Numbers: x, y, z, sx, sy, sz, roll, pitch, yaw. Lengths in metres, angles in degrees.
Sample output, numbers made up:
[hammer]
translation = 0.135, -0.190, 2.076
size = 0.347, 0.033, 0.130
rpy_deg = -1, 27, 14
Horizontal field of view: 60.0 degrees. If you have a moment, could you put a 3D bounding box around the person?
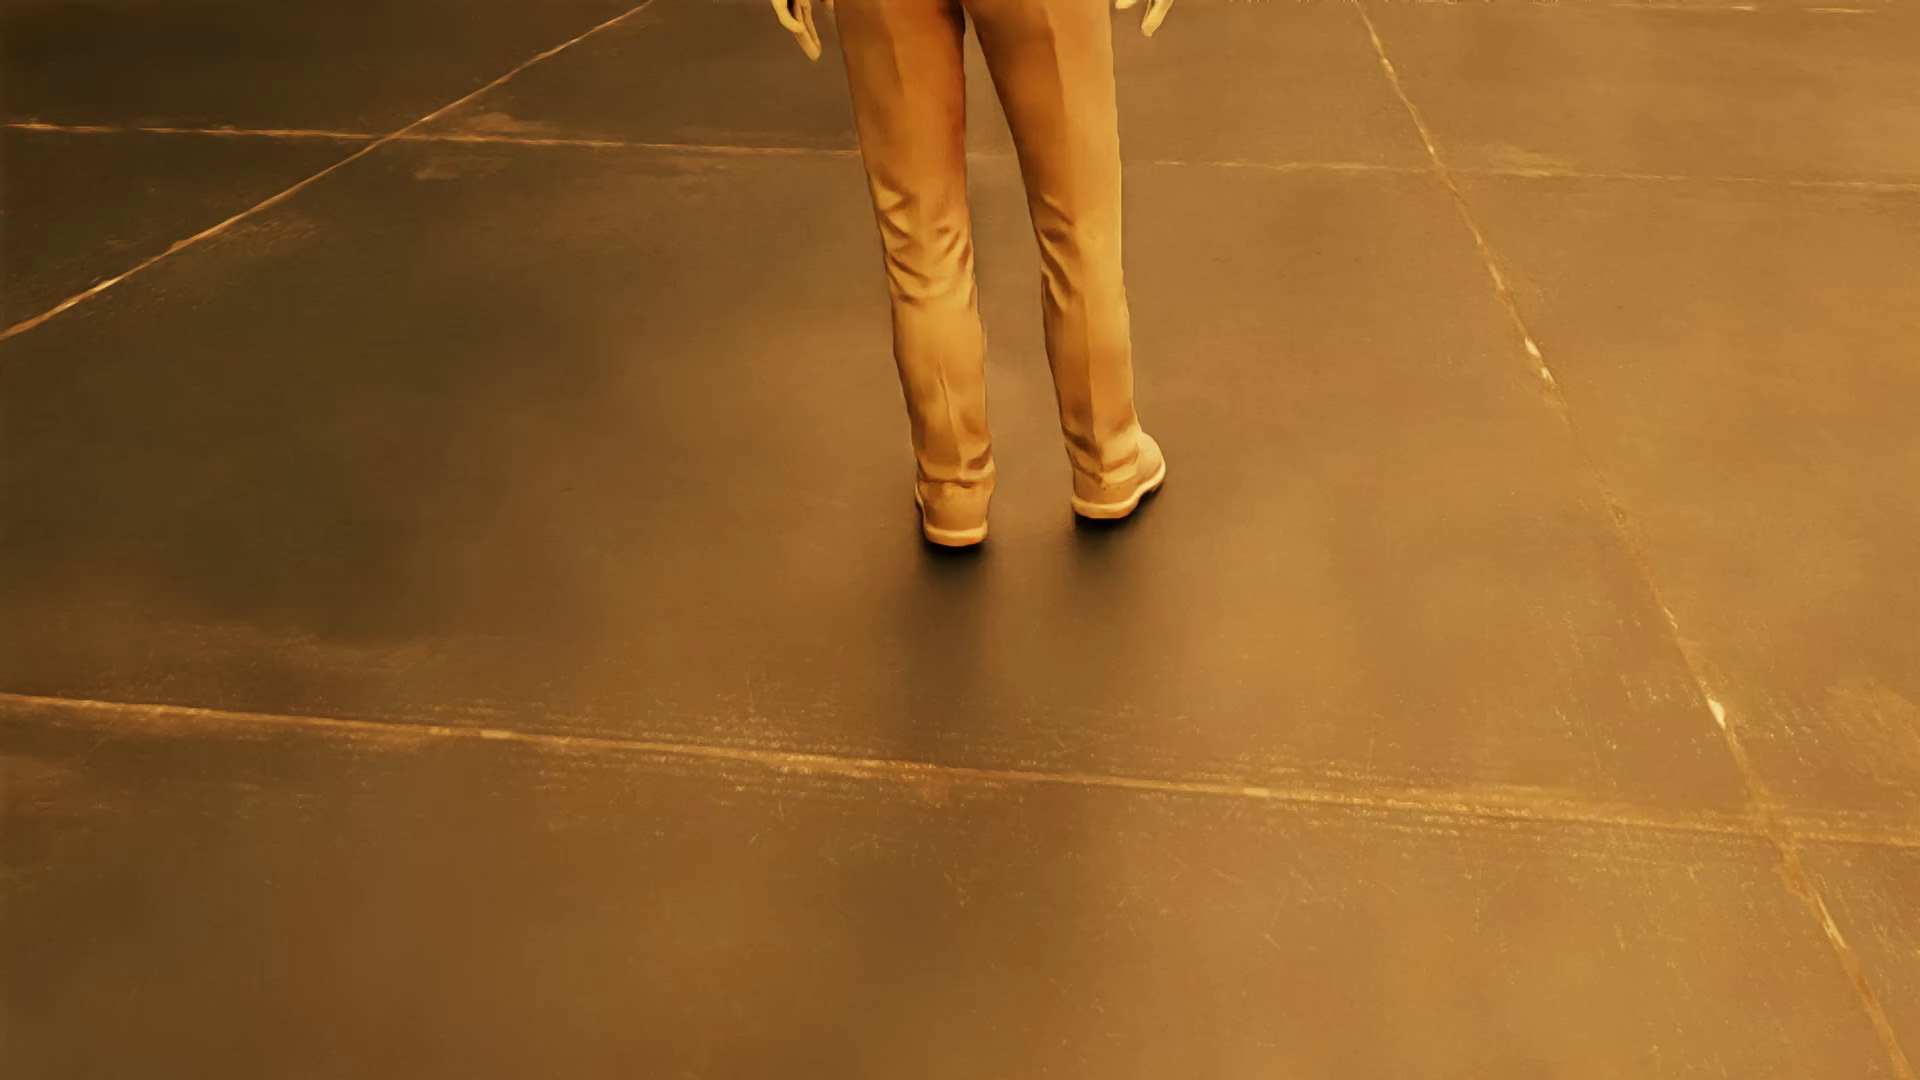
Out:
[person]
translation = 0.016, -0.795, 2.177
size = 0.586, 1.695, 0.532
rpy_deg = 3, 27, 7
